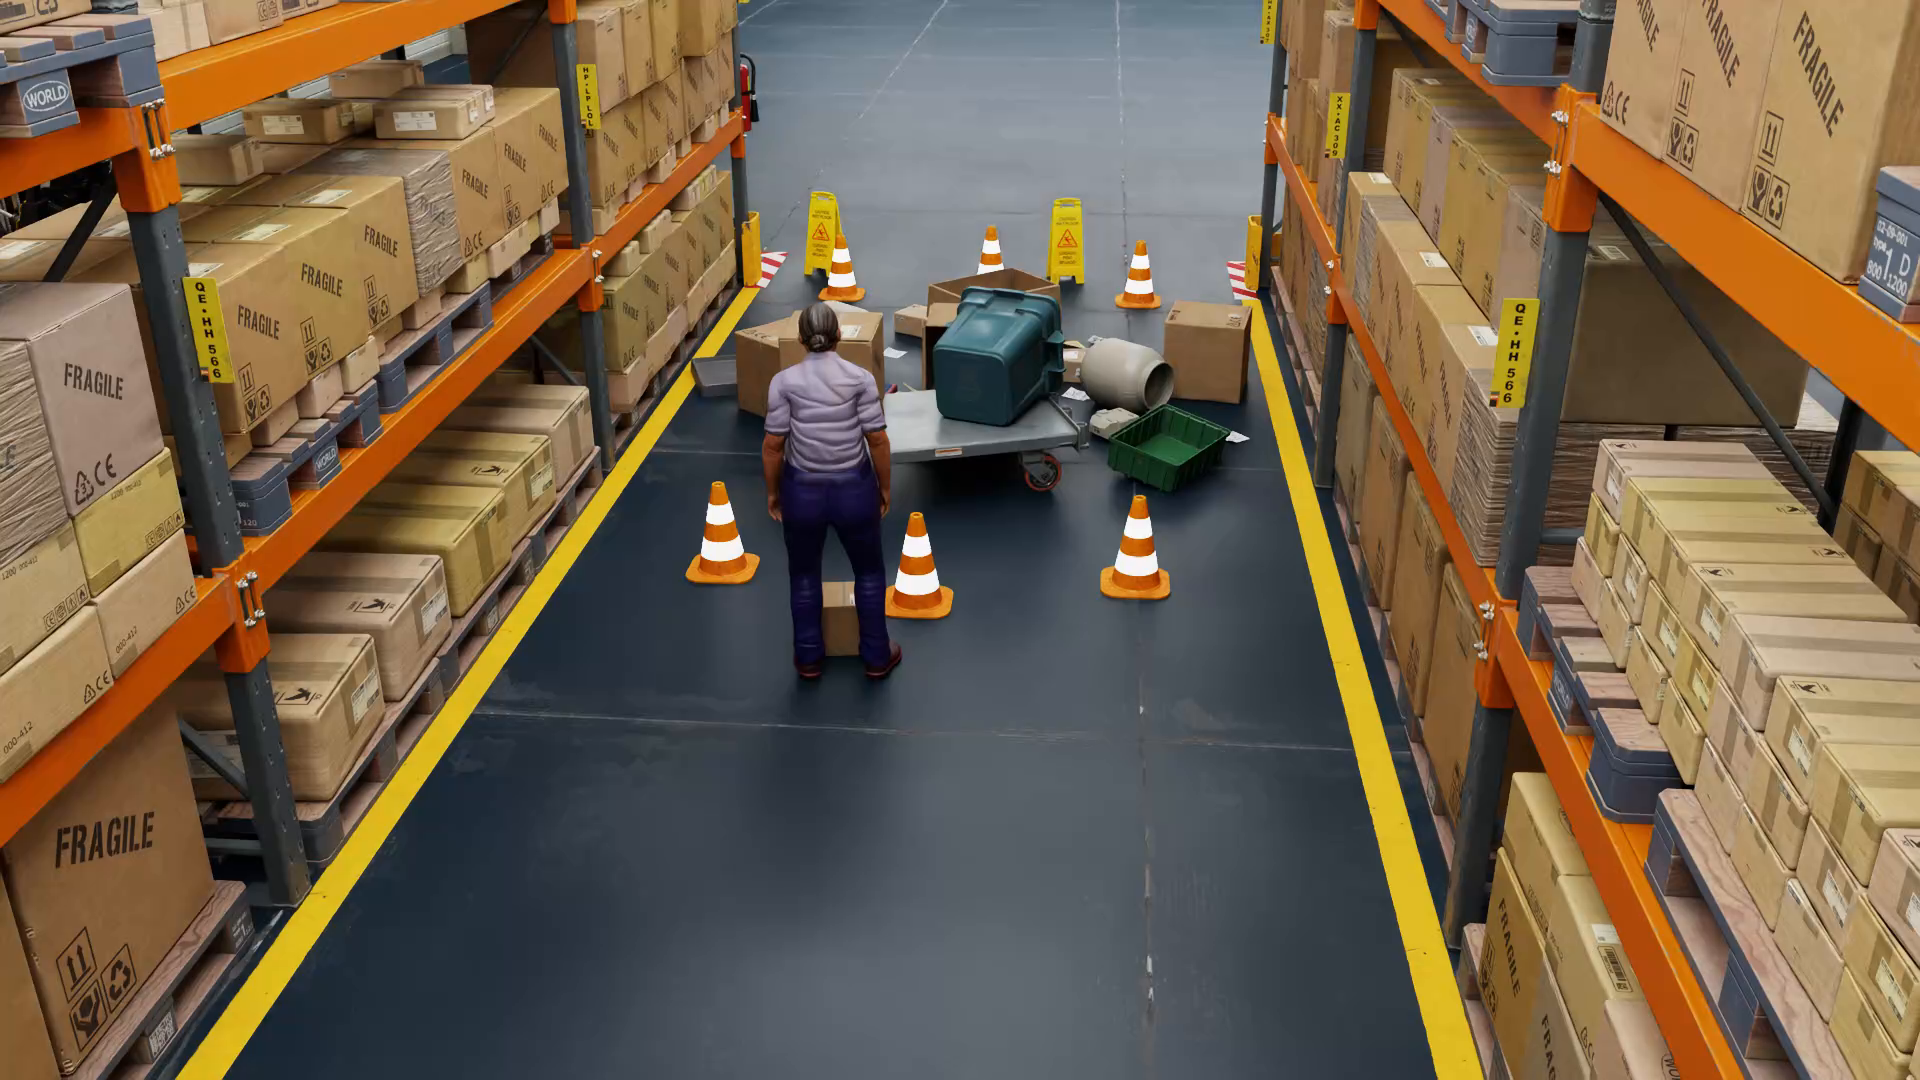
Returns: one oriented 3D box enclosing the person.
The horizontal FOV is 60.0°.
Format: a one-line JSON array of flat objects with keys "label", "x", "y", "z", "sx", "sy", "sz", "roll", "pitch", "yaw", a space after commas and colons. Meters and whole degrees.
[{"label": "person", "x": -0.538, "y": -0.183, "z": 7.012, "sx": 0.563, "sy": 1.653, "sz": 0.369, "roll": -1, "pitch": 25, "yaw": -2}]
